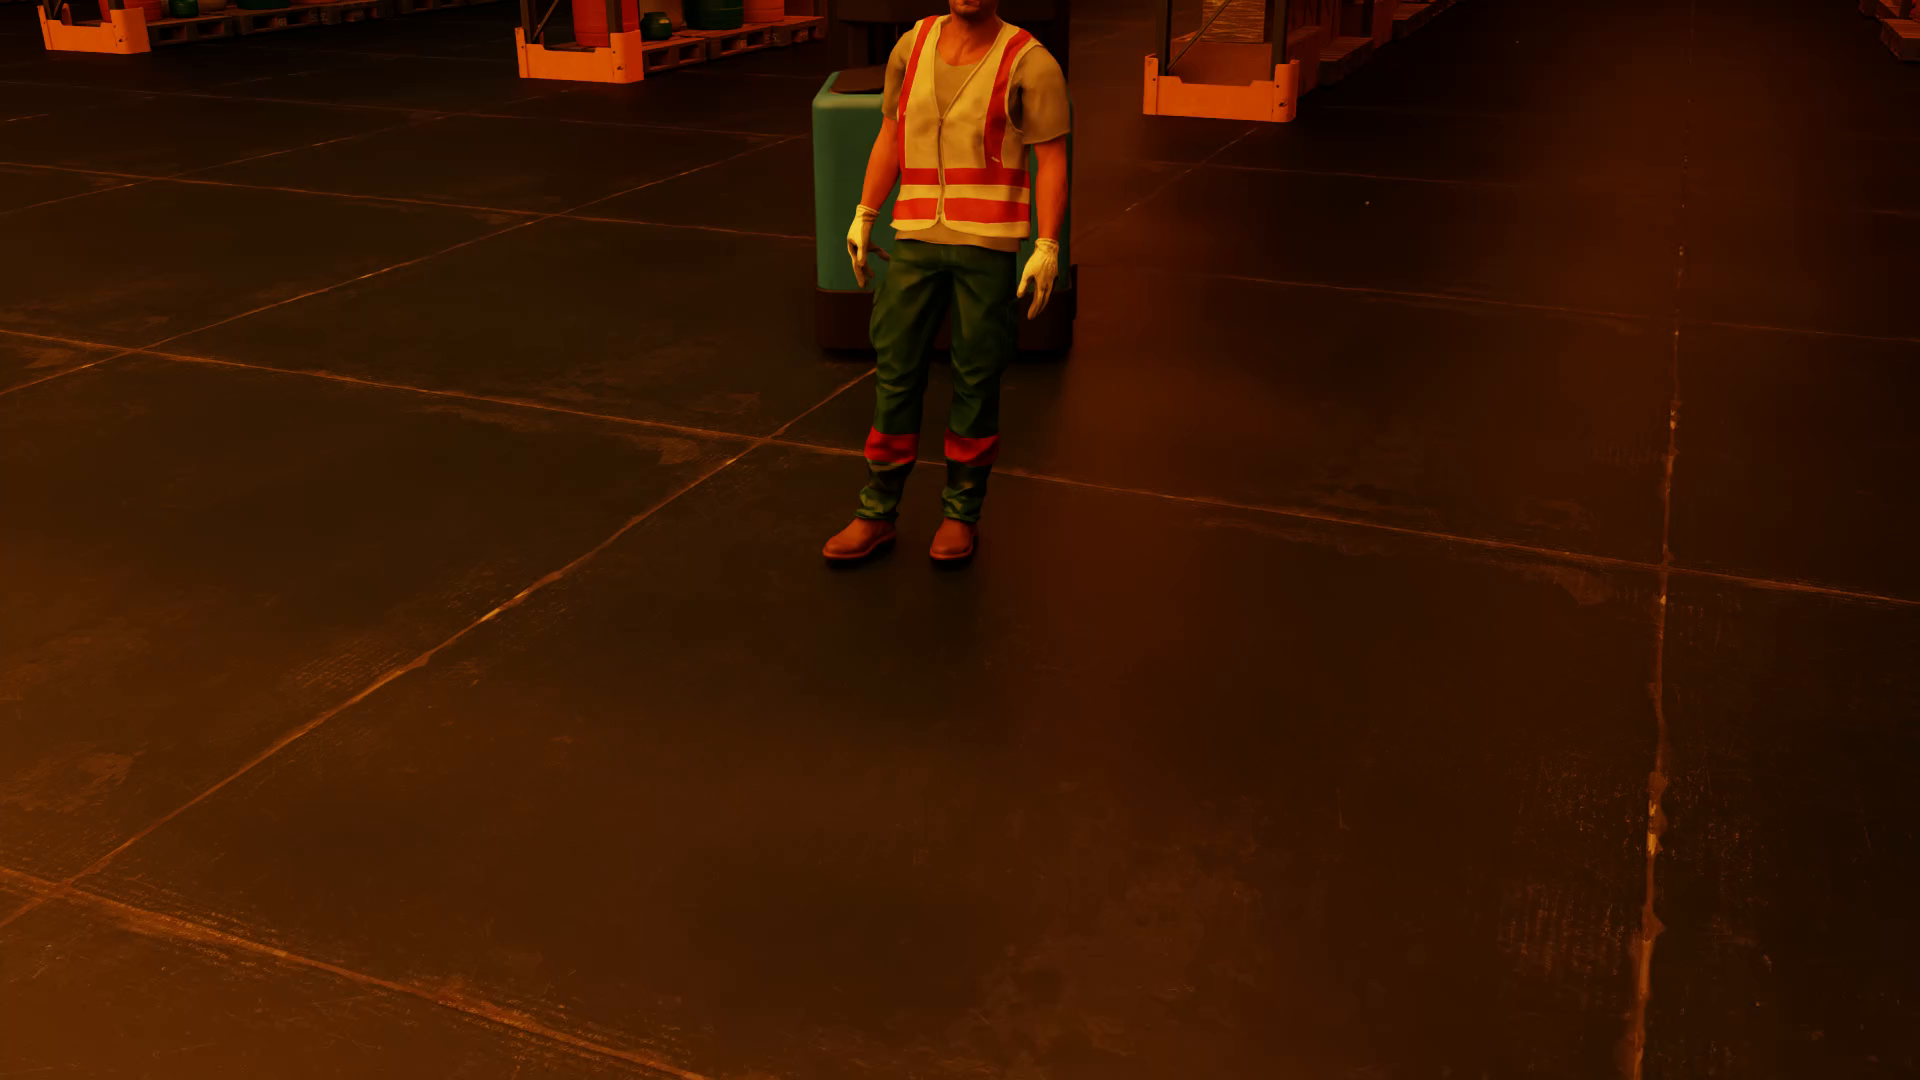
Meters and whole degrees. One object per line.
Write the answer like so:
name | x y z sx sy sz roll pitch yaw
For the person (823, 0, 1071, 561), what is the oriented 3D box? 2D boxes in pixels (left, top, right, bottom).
person | -0.041 -0.804 4.680 0.638 1.789 0.562 9 24 21

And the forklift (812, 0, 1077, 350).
forklift | -0.048 -2.642 7.614 1.130 2.935 3.031 0 23 1
